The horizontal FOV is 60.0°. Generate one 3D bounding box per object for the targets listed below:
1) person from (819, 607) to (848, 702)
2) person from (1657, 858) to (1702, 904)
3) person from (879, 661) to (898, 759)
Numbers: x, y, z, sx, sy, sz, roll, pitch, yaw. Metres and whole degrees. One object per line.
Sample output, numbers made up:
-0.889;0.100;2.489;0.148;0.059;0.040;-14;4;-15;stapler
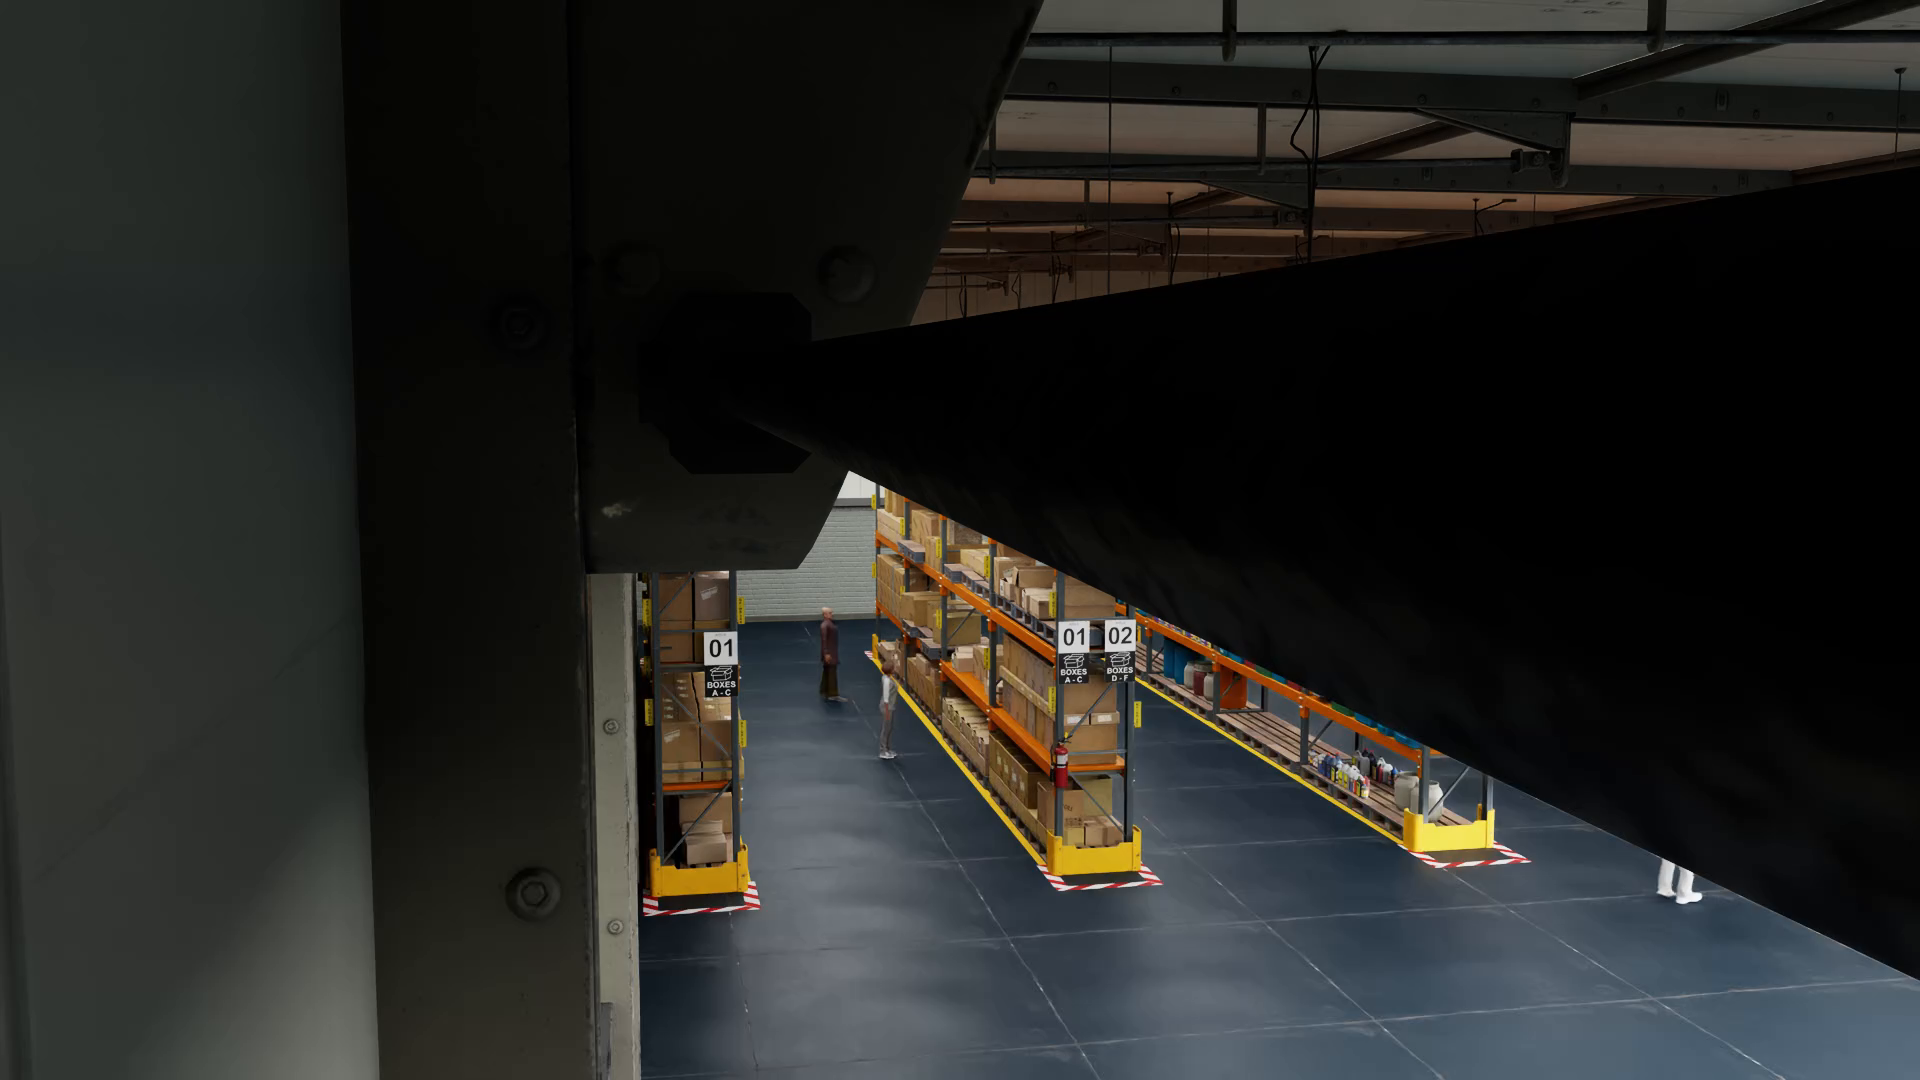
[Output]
-2.425;2.180;31.862;0.562;1.801;0.611;0;6;1;person
8.678;3.437;19.808;0.660;1.819;0.464;6;8;43;person
-1.170;2.757;27.102;0.322;1.607;0.517;0;6;0;person
